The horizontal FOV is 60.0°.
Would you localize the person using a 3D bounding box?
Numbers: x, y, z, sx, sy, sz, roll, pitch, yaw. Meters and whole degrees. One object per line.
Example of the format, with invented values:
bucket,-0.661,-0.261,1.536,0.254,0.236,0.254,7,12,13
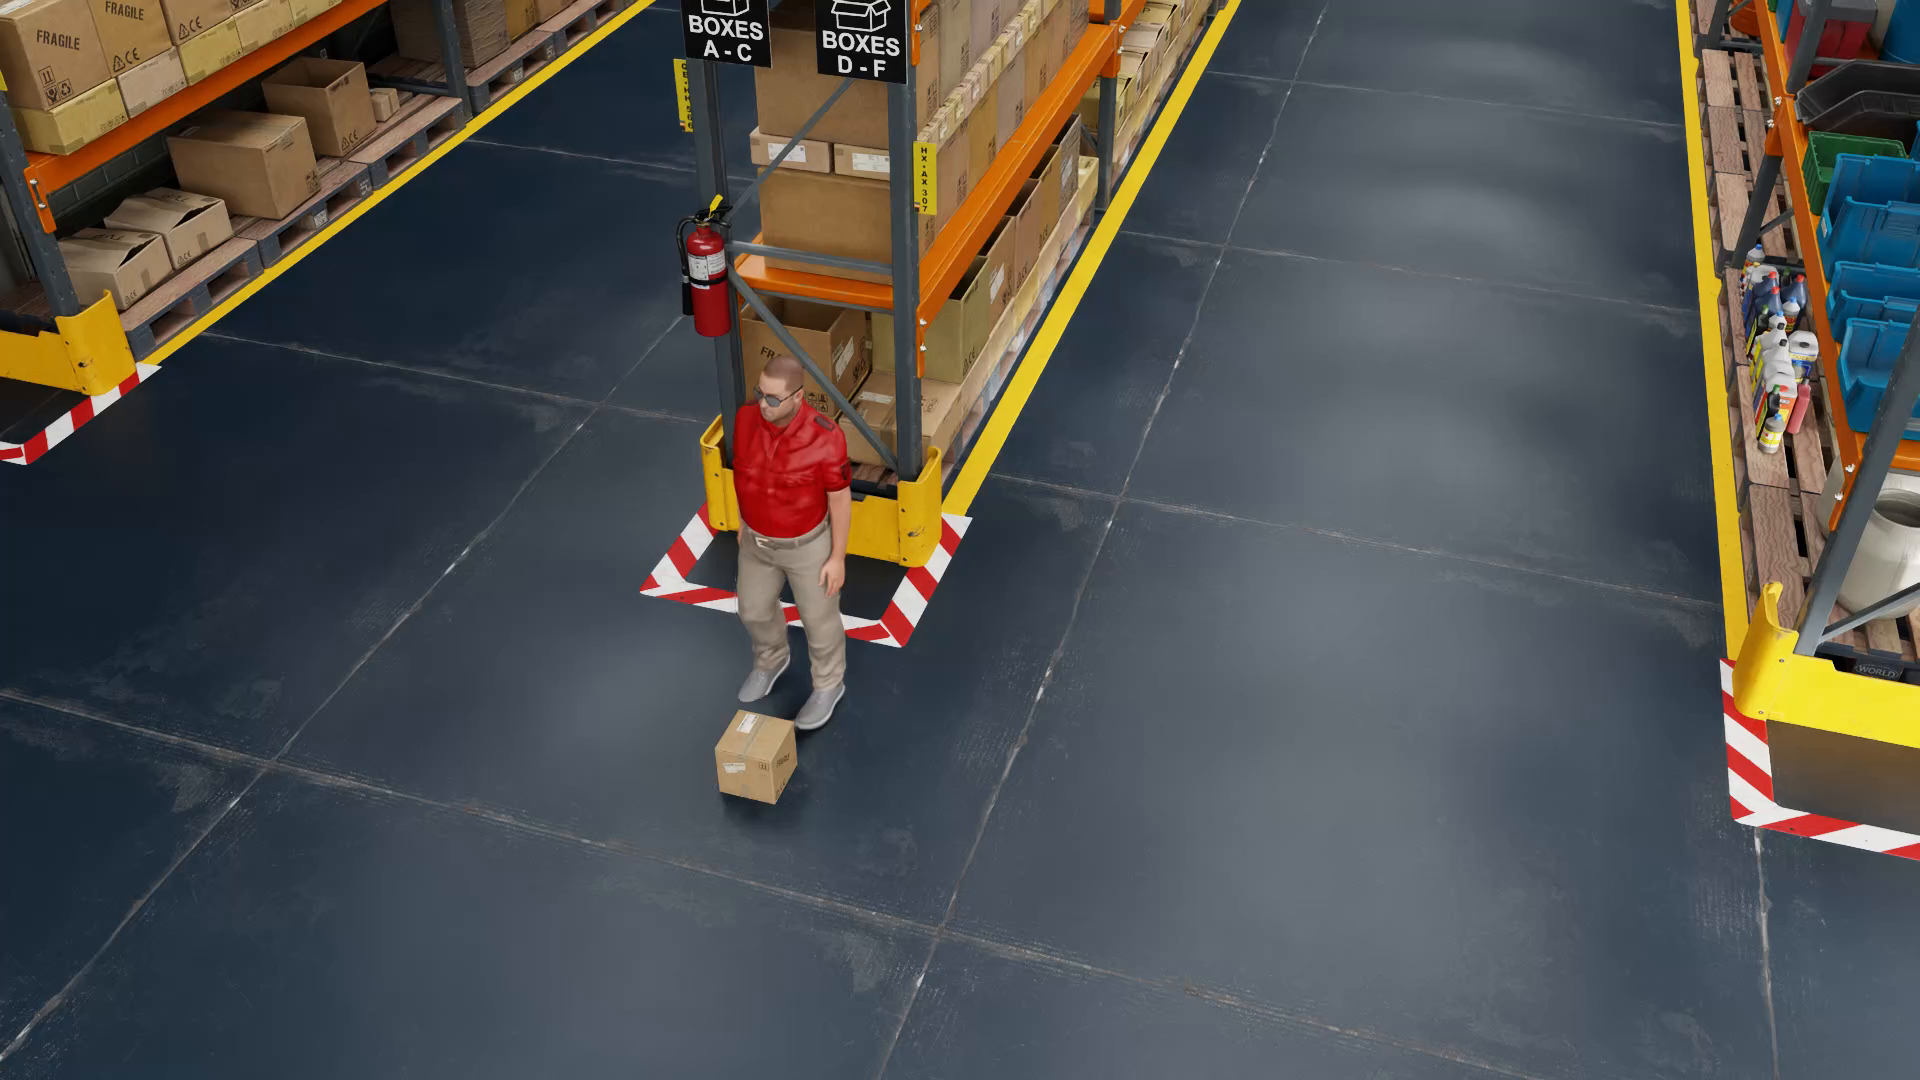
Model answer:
person,-0.716,0.040,6.877,0.570,1.798,0.373,15,39,19
